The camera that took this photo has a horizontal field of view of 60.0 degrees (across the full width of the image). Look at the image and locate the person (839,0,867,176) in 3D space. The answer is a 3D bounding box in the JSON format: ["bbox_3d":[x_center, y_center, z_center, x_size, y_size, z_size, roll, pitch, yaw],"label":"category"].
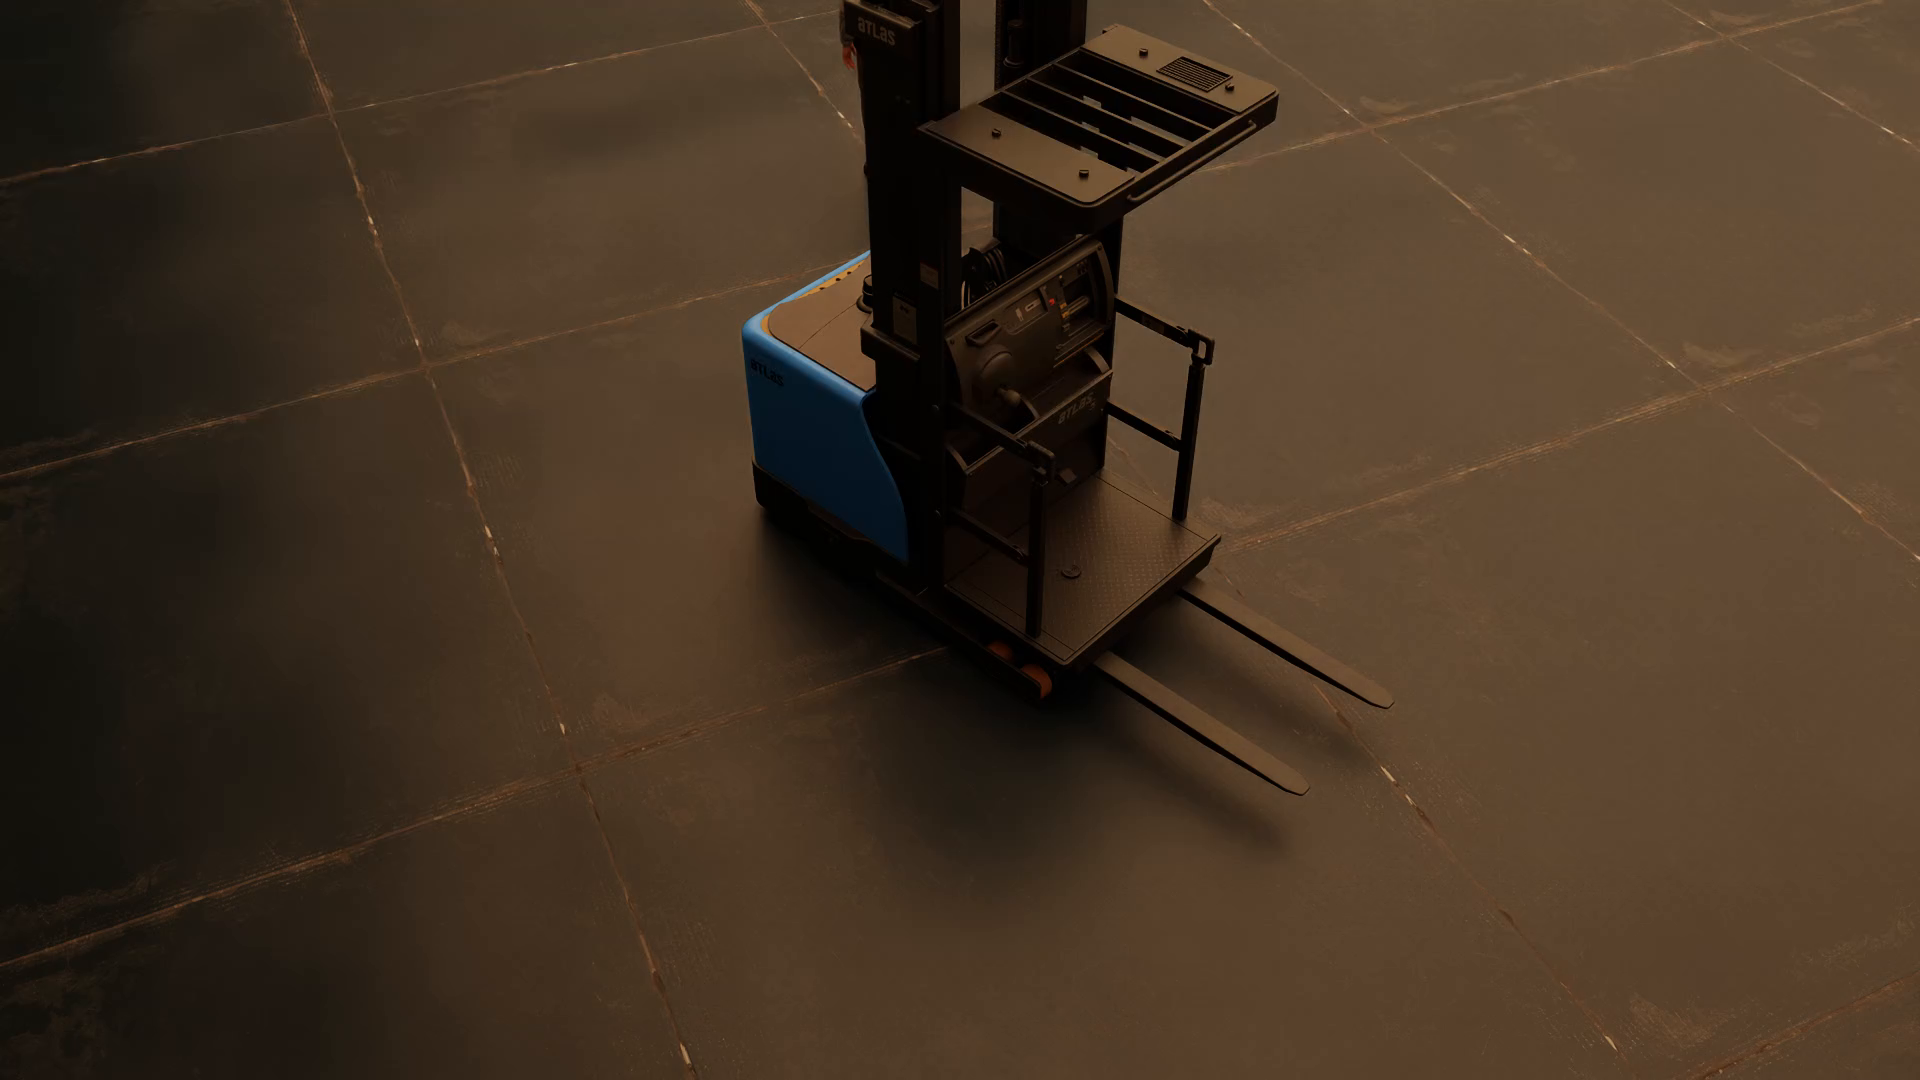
[{"bbox_3d":[-0.395,-2.836,9.607,0.590,1.722,0.415,-5,43,-5],"label":"person"}]

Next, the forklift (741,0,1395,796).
[{"bbox_3d":[0.445,-0.788,6.525,3.031,2.935,1.130,32,52,30],"label":"forklift"}]
